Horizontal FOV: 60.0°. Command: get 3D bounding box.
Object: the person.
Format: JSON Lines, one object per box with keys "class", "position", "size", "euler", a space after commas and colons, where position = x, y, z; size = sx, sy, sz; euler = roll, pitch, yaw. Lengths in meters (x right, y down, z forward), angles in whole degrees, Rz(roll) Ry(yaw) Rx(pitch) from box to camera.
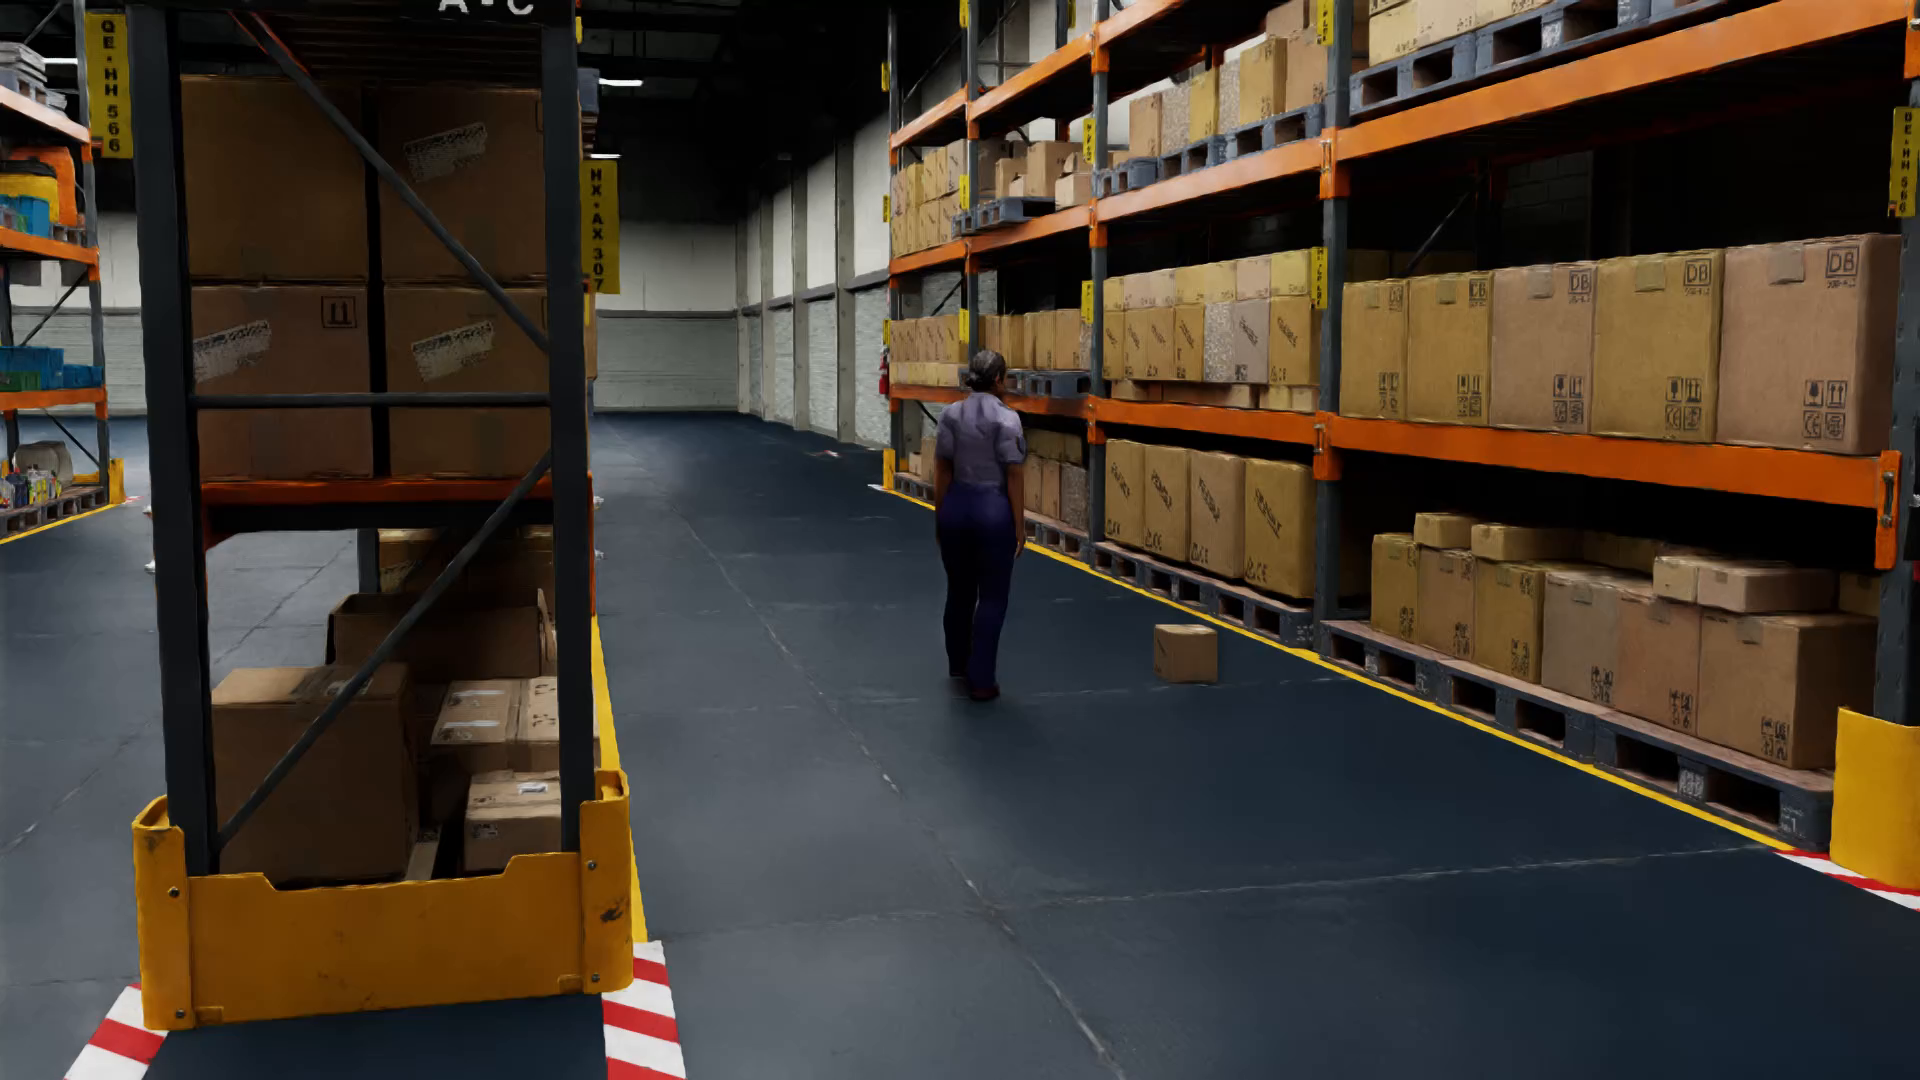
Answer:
{"class": "person", "position": [0.147, -0.084, 8.040], "size": [0.543, 1.638, 0.603], "euler": [4, 7, 32]}
